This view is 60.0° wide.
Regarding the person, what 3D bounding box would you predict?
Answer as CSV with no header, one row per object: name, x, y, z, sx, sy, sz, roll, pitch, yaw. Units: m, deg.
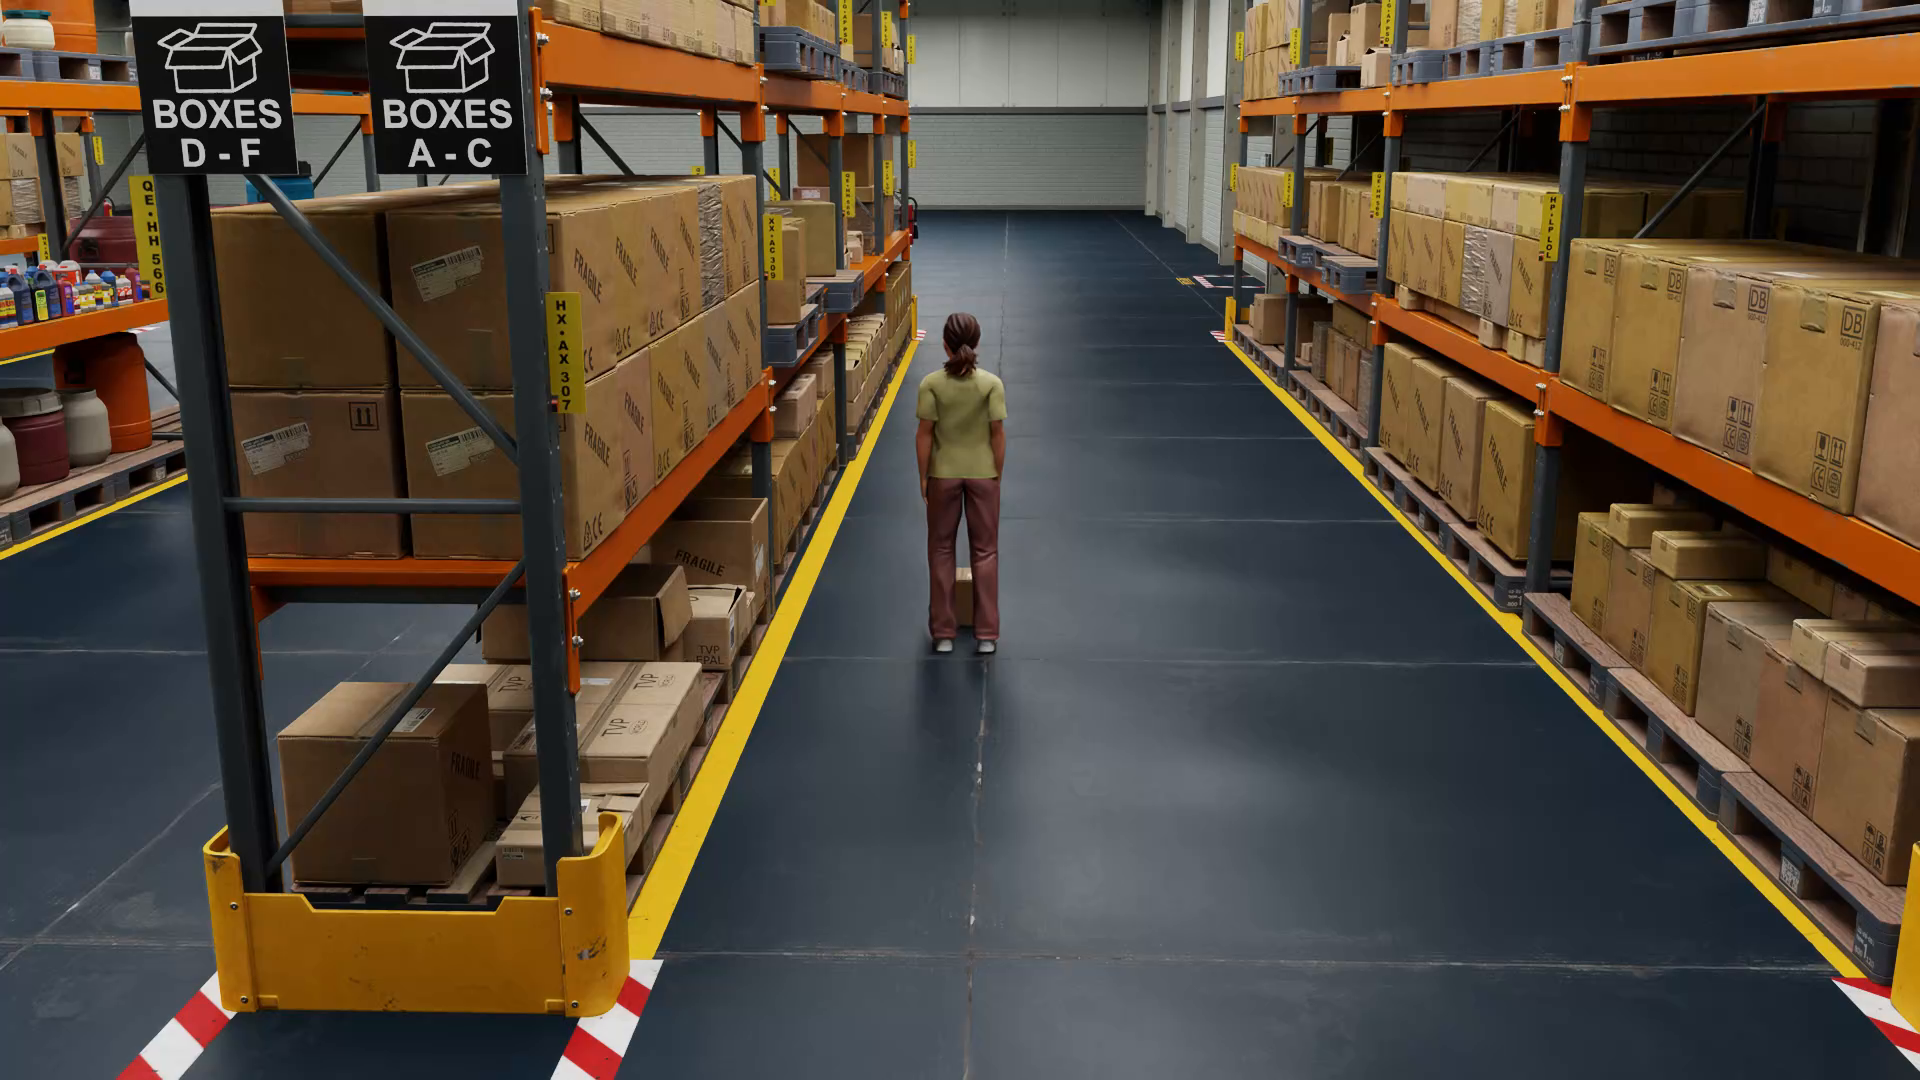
person,0.005,-0.274,8.120,0.442,1.670,0.364,0,14,0
